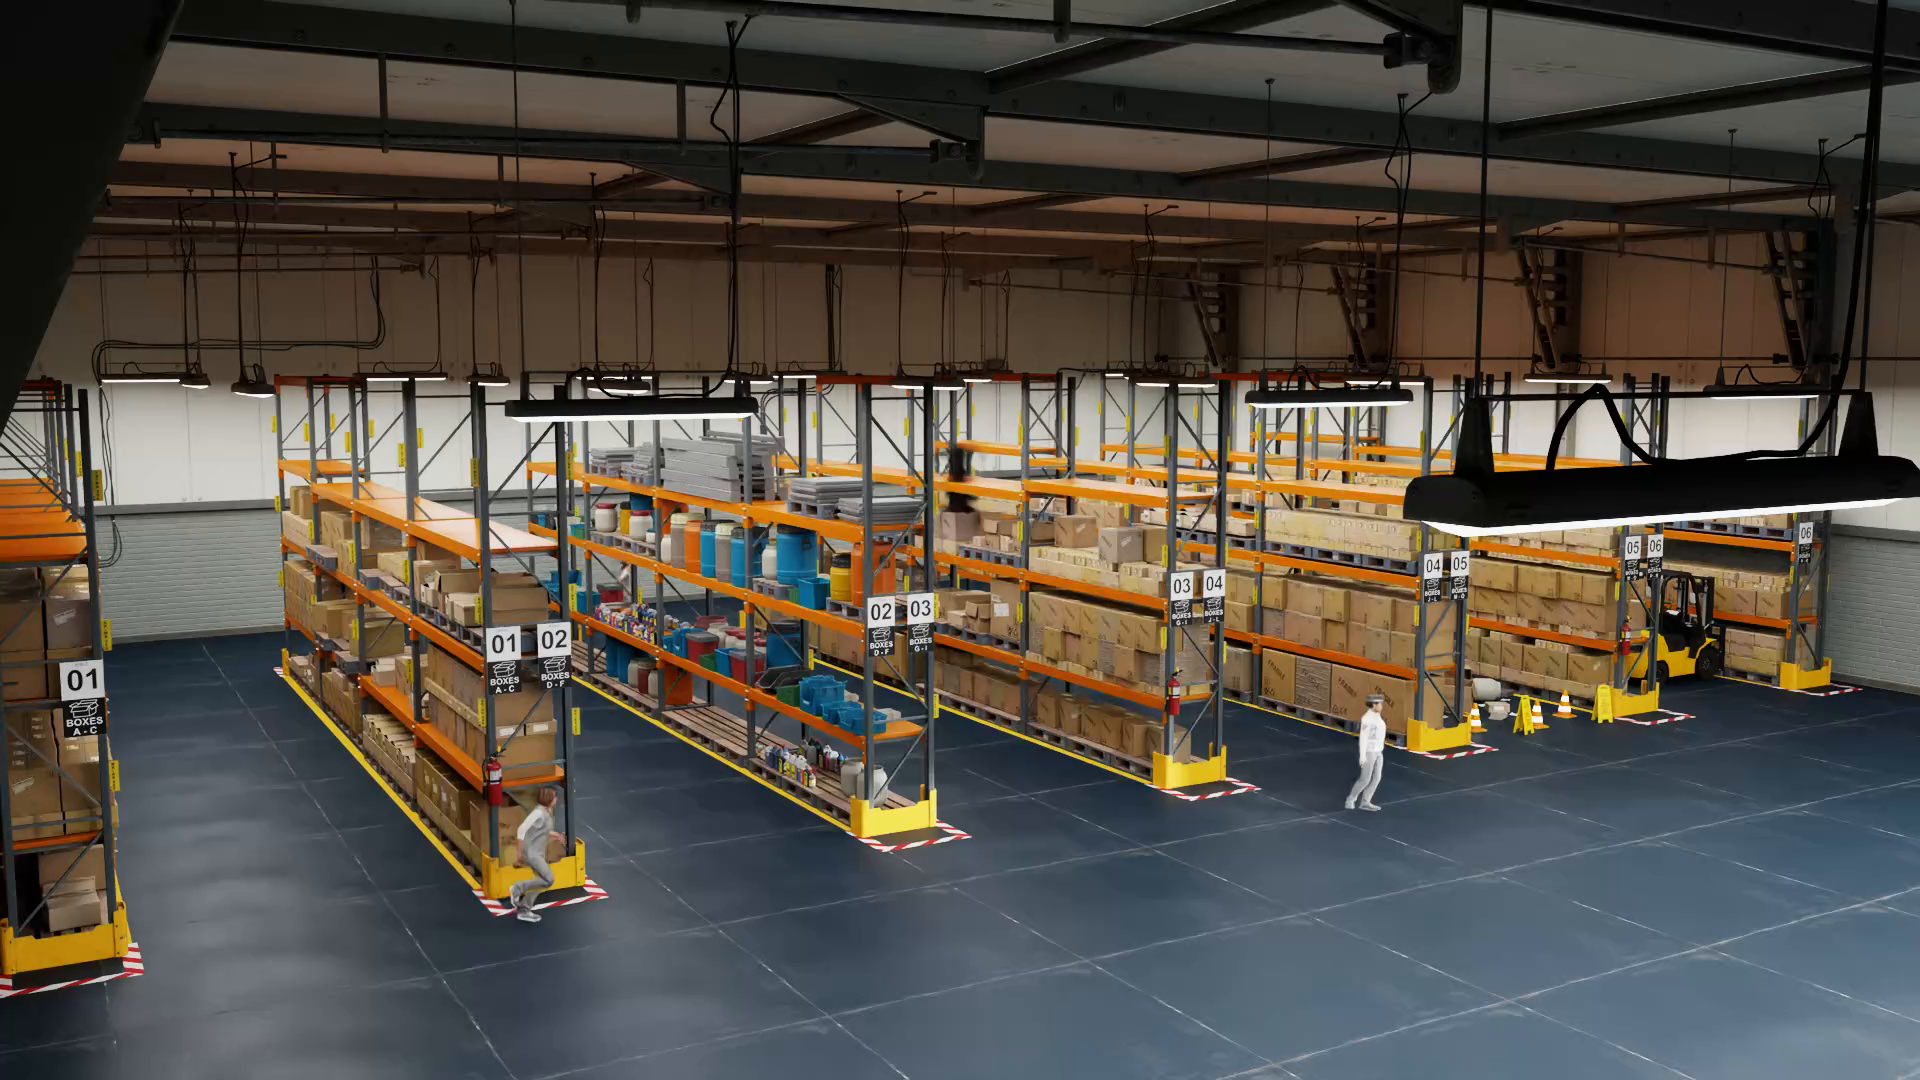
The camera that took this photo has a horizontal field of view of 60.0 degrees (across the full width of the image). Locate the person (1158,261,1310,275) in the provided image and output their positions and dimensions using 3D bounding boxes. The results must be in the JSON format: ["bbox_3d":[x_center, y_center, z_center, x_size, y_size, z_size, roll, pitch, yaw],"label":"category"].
[{"bbox_3d":[5.563,-3.170,45.335,6.522,8.933,9.002,-4,7,-29],"label":"person"}]

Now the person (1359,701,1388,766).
[{"bbox_3d":[5.744,2.658,23.182,0.323,0.990,0.532,5,8,36],"label":"person"}]

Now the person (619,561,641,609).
[{"bbox_3d":[-7.780,1.261,38.657,0.896,1.649,0.552,-2,7,-21],"label":"person"}]

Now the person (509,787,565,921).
[{"bbox_3d":[-4.753,3.530,18.692,0.623,1.518,0.519,0,6,-4],"label":"person"}]
